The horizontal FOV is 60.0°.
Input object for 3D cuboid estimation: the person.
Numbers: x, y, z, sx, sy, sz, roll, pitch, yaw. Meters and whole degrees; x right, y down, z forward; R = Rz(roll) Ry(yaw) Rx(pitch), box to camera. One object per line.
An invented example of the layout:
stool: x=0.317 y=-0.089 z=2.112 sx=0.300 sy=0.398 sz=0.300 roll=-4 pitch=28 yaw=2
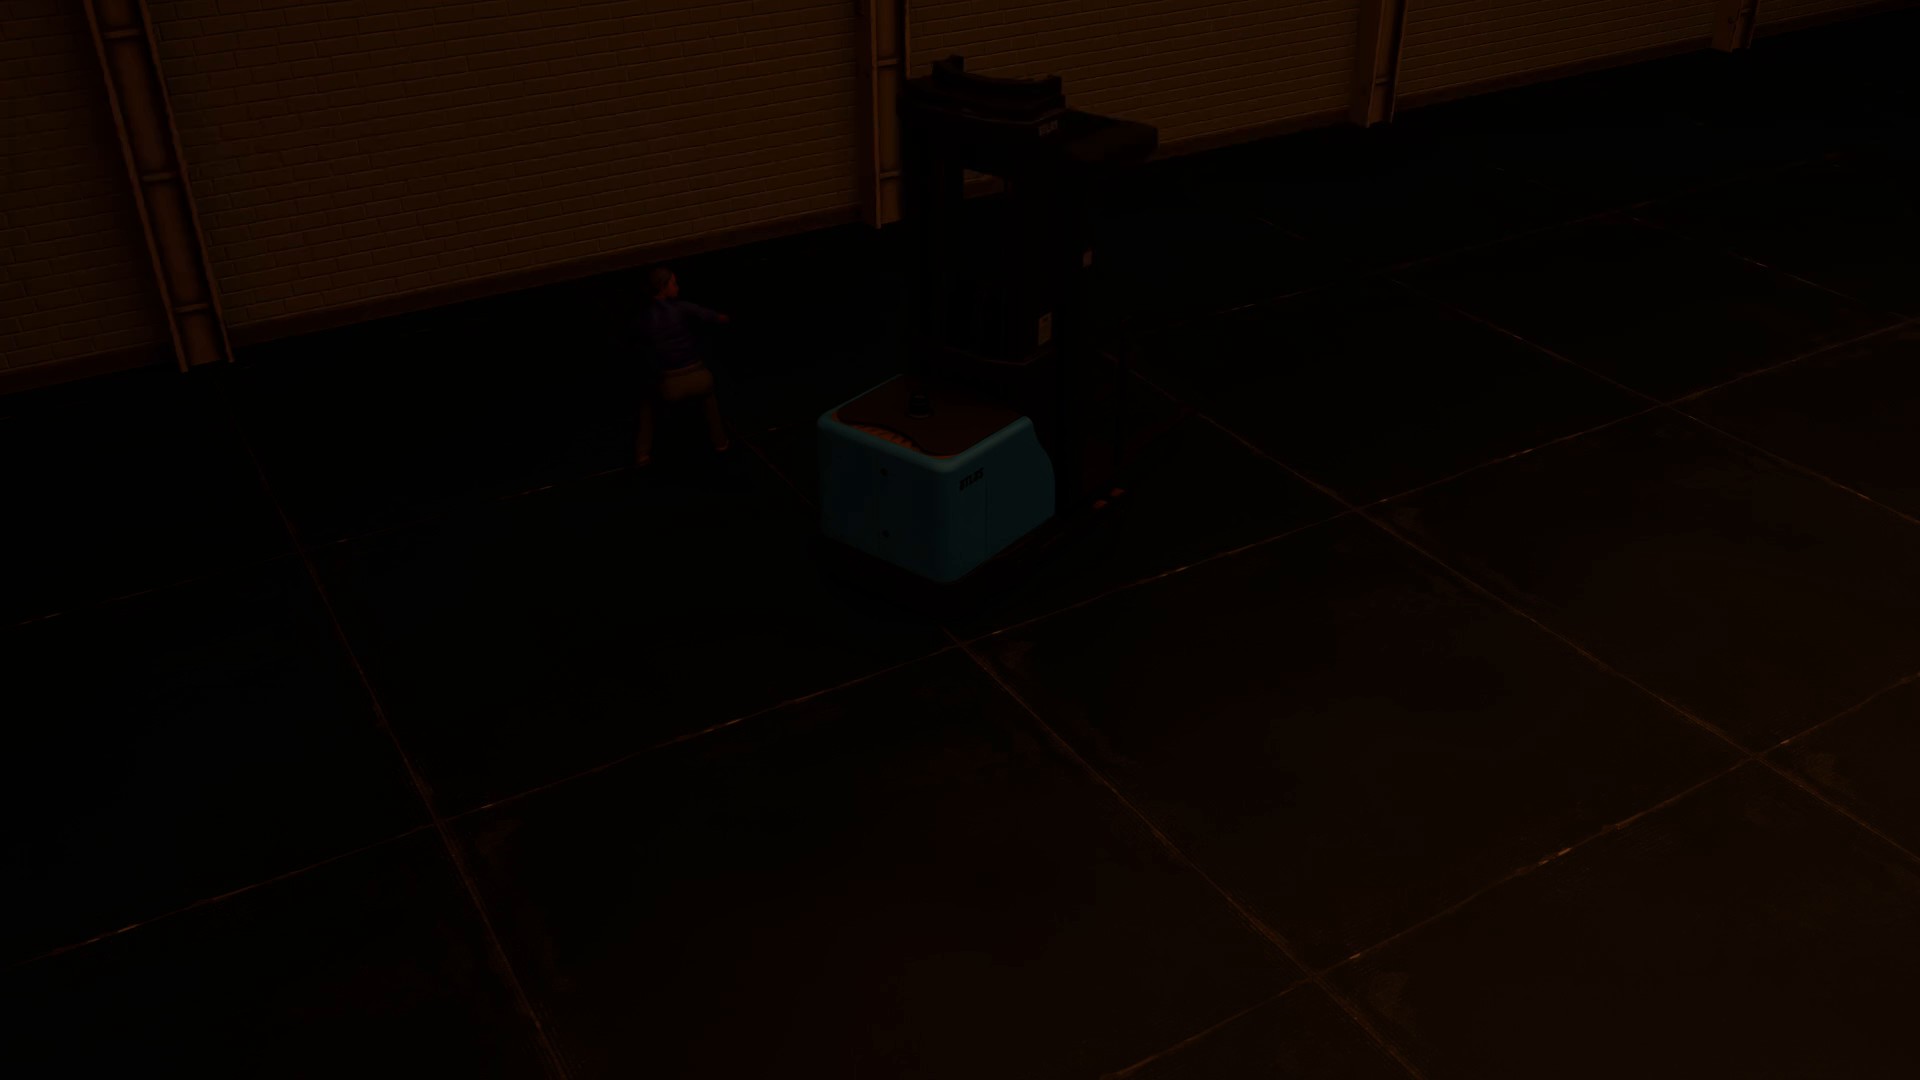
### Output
person: x=-1.893 y=-1.176 z=11.146 sx=0.728 sy=1.414 sz=0.835 roll=-5 pitch=31 yaw=-9

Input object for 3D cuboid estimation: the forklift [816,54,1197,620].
forklift: x=0.459 y=-1.491 z=10.137 sx=1.130 sy=2.935 sz=3.031 roll=22 pitch=37 yaw=32
